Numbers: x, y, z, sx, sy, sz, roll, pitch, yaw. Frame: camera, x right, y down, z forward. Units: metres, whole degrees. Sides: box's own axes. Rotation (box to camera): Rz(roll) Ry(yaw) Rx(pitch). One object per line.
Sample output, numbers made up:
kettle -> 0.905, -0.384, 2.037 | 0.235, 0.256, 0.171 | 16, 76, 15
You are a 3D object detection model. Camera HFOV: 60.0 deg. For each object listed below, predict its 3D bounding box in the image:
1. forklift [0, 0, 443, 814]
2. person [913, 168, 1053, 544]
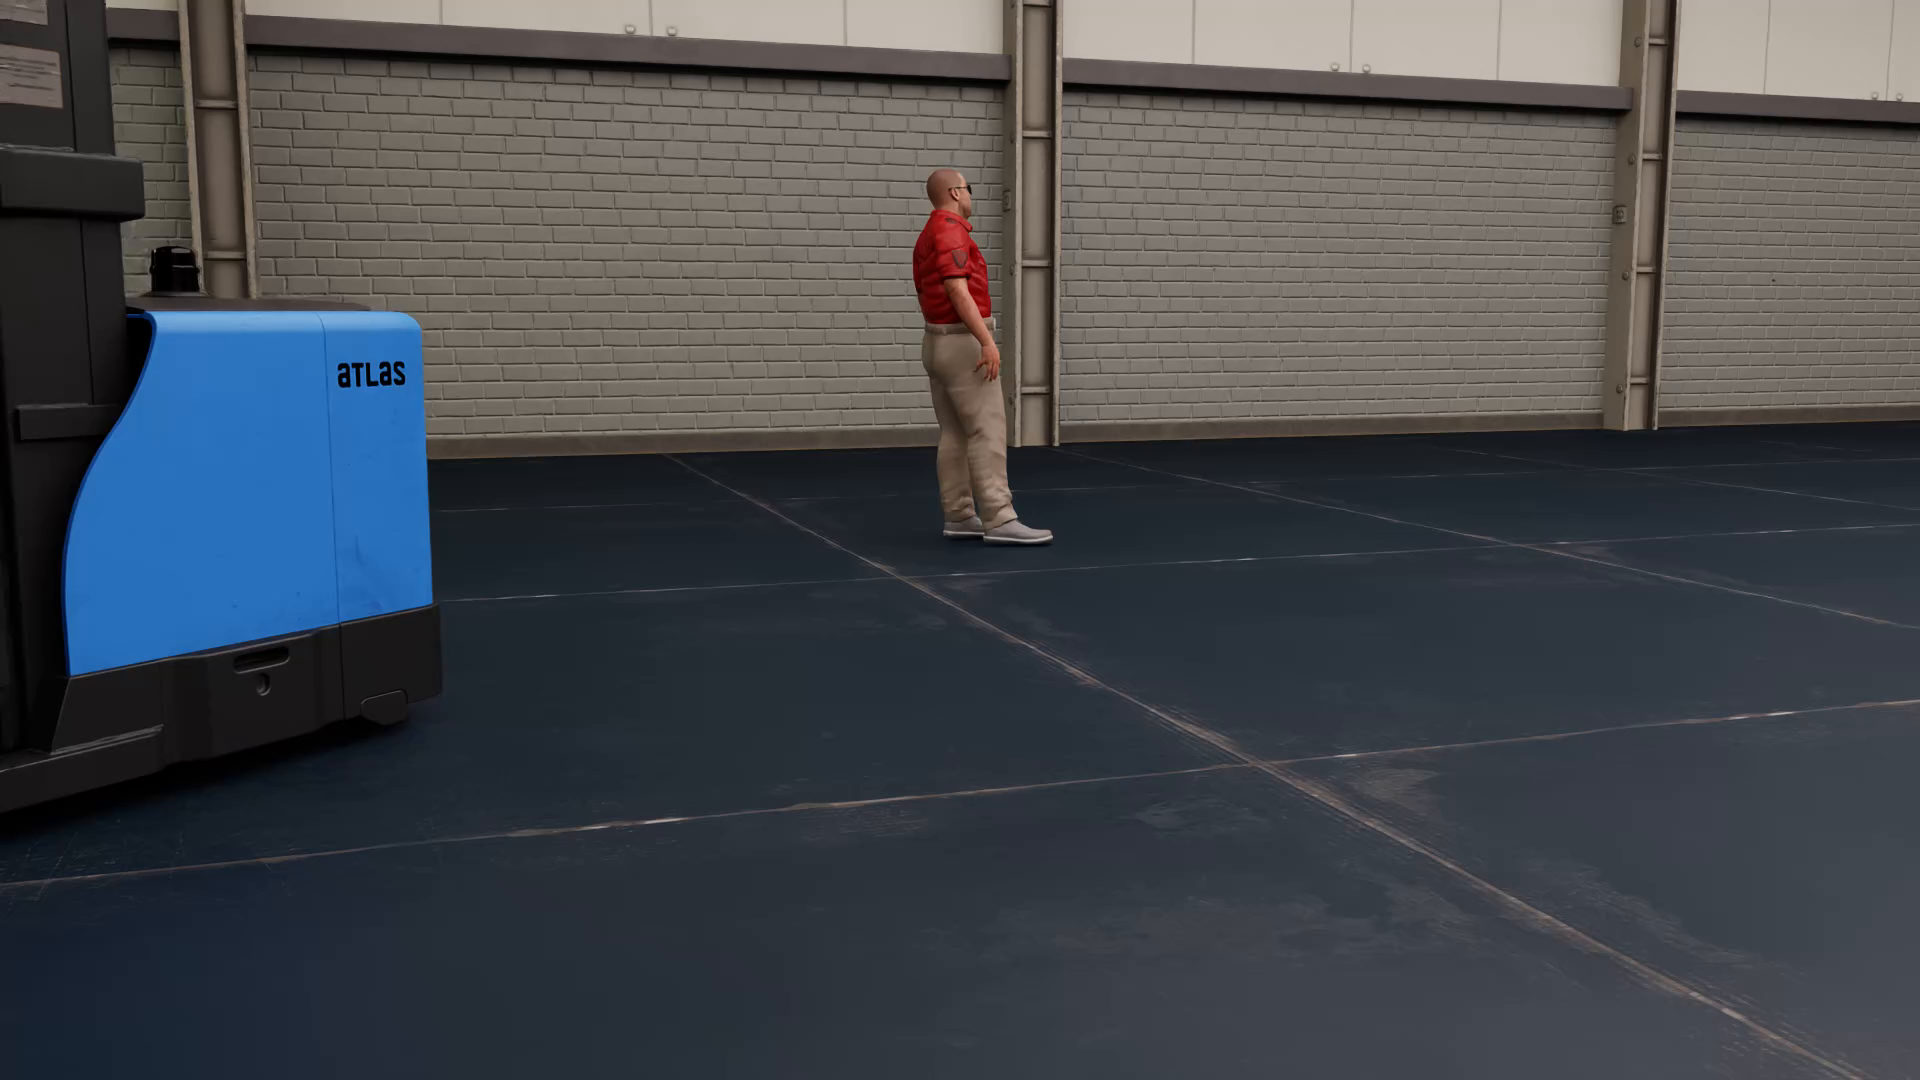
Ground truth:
forklift -> -2.541, -0.838, 3.205 | 1.130, 2.935, 3.031 | 4, 9, 29
person -> 0.089, -0.866, 7.823 | 0.551, 1.727, 0.640 | -3, 8, -18
